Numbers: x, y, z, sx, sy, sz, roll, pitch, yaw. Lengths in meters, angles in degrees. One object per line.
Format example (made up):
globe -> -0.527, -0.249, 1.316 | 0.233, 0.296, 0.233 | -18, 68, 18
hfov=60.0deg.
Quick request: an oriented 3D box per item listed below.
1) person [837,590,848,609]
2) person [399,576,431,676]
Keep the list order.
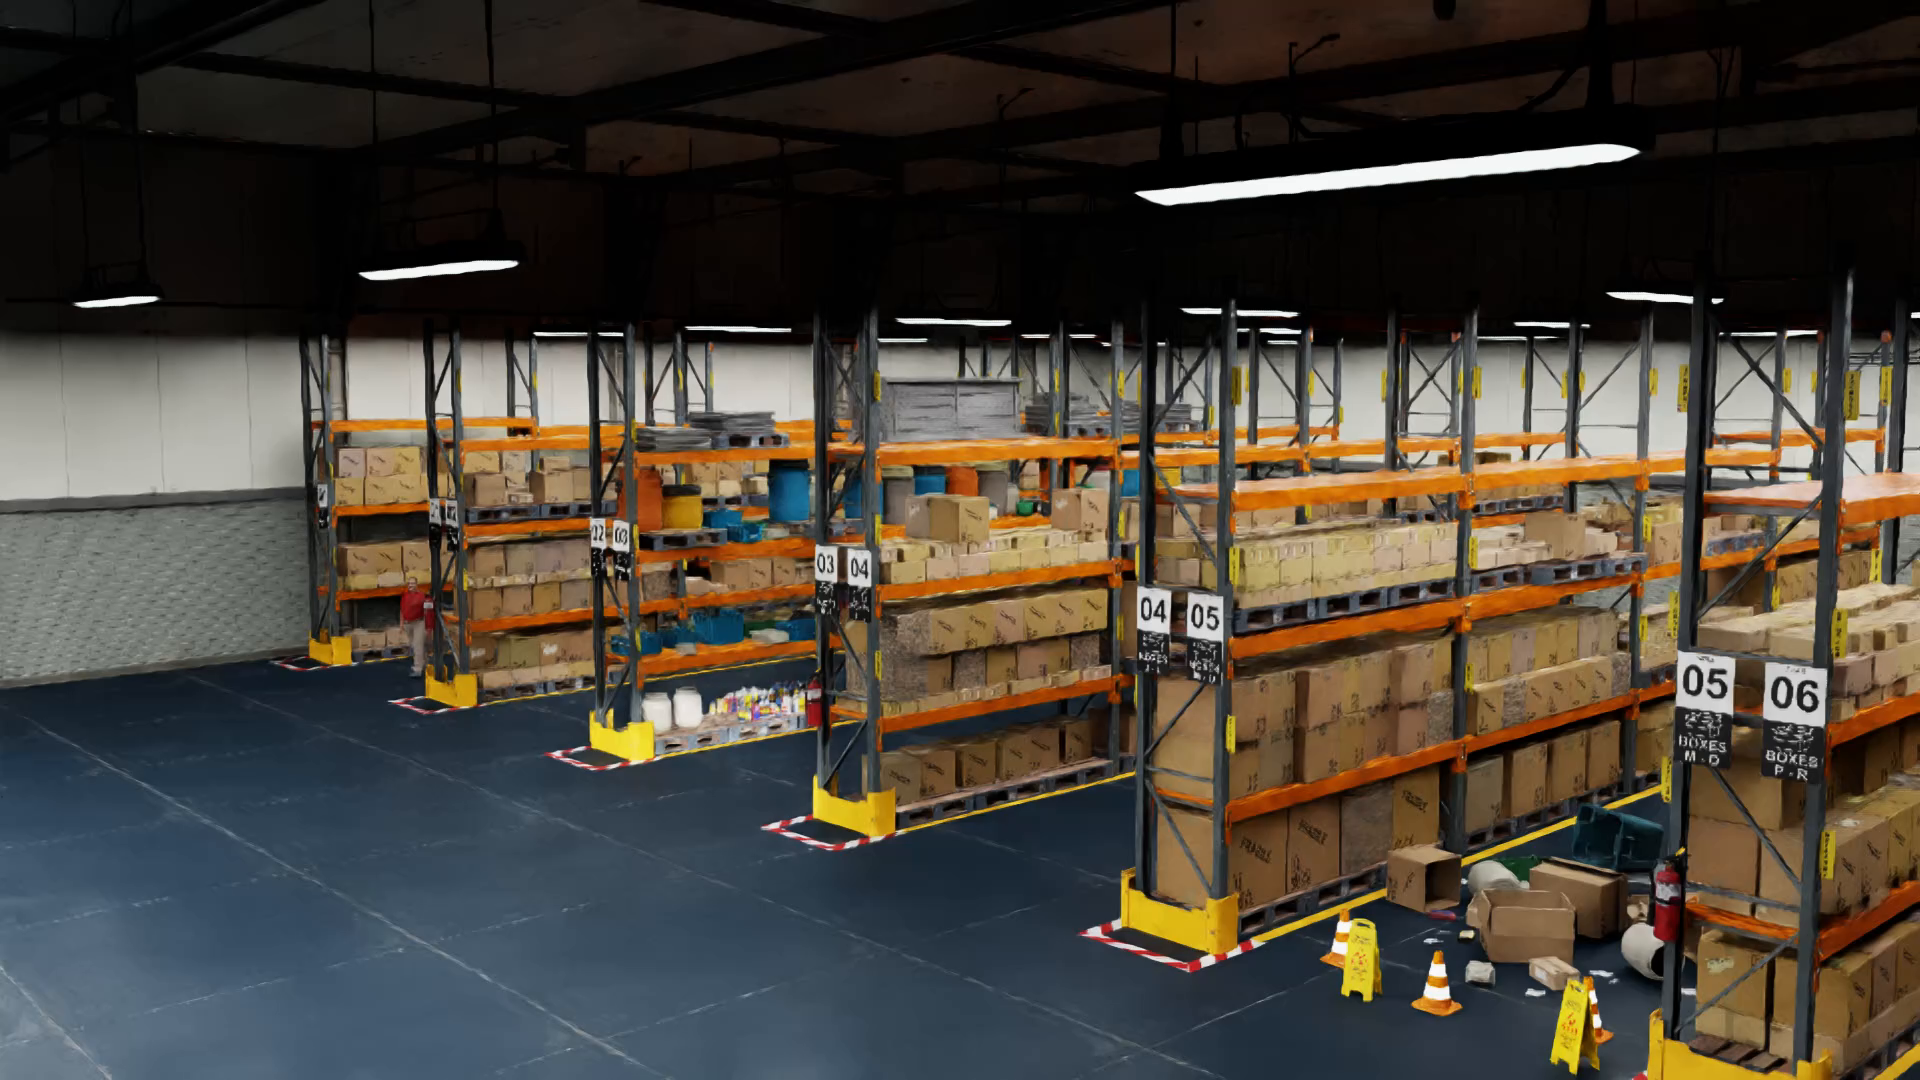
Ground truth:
person -> -2.443, 0.915, 34.603 | 0.566, 1.534, 0.519 | 6, 8, 44
person -> -9.312, 1.452, 28.406 | 0.617, 1.691, 0.952 | 2, 6, 20
